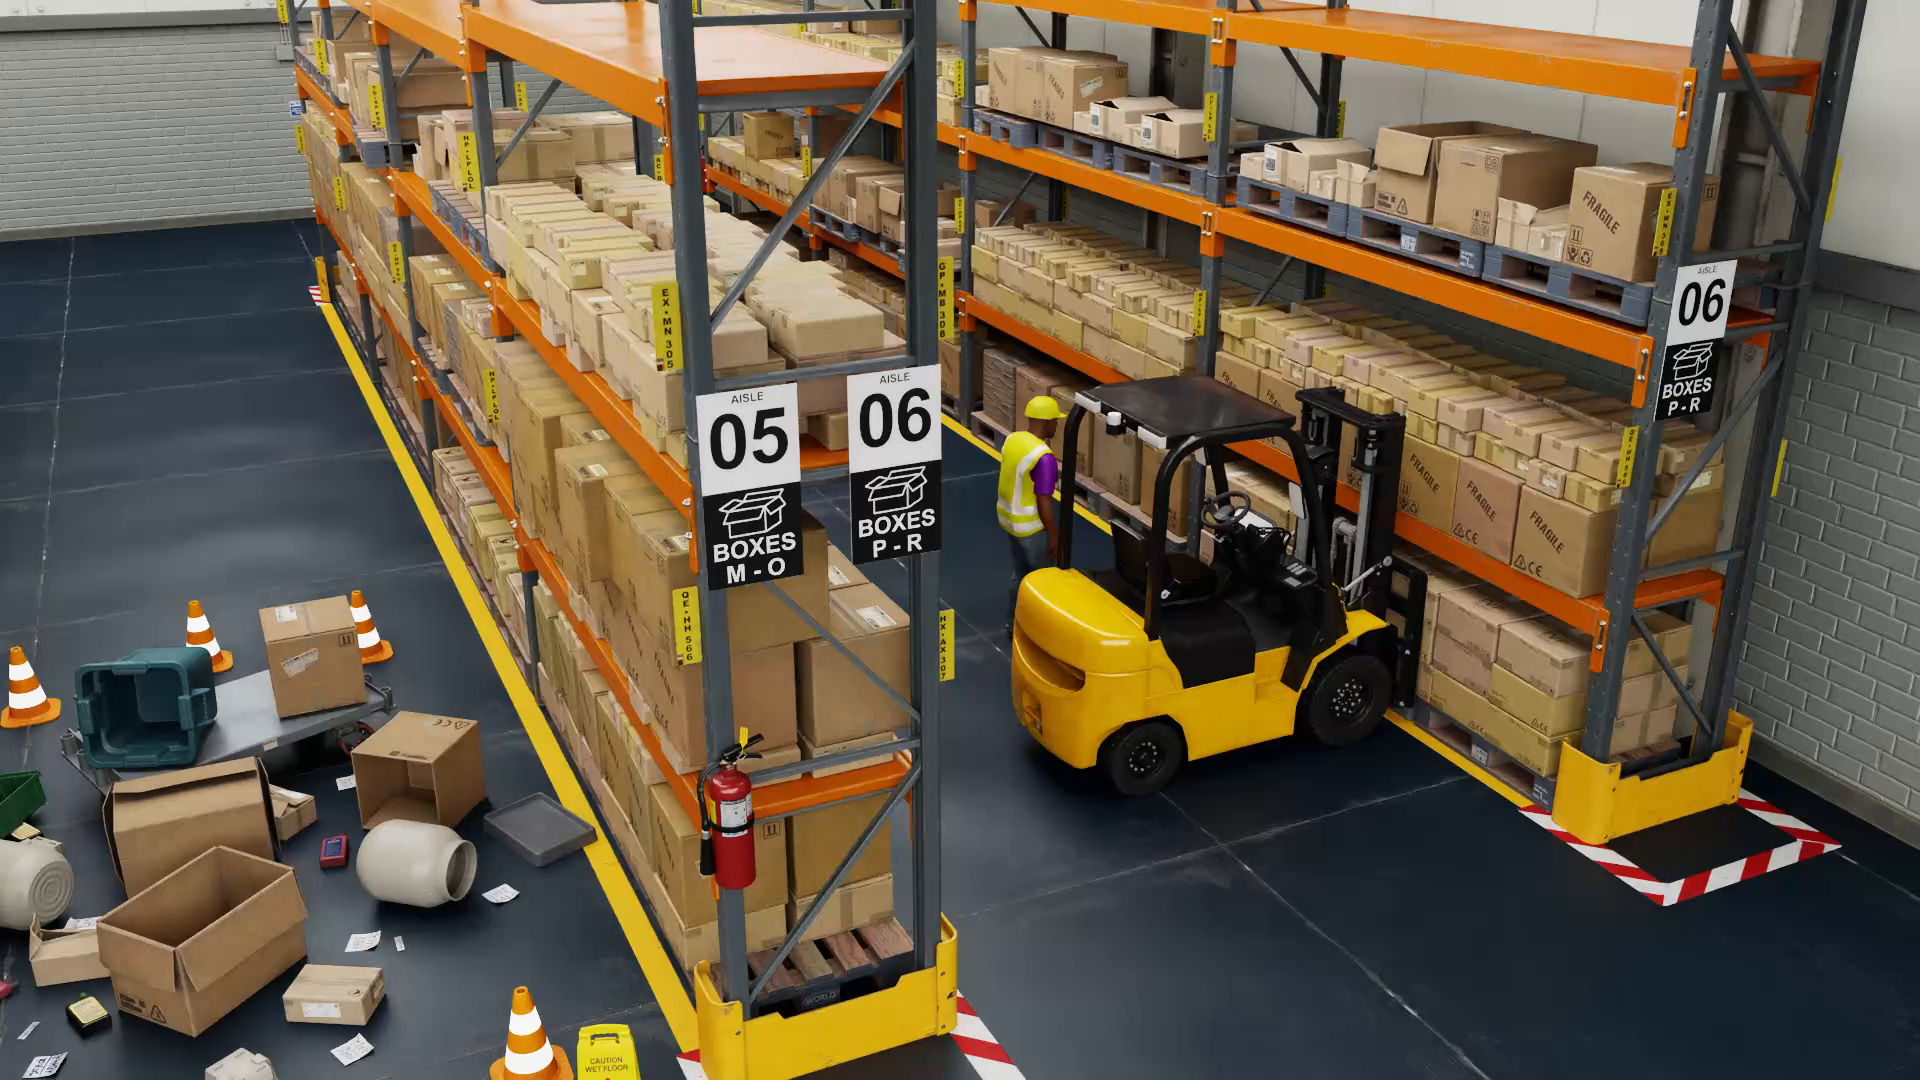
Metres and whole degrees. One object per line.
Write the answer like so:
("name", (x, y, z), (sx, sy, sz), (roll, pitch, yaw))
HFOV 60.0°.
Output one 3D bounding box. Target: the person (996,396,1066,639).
("person", (0.500, -0.117, 11.287), (0.461, 1.760, 0.626), (-10, 24, -24))
